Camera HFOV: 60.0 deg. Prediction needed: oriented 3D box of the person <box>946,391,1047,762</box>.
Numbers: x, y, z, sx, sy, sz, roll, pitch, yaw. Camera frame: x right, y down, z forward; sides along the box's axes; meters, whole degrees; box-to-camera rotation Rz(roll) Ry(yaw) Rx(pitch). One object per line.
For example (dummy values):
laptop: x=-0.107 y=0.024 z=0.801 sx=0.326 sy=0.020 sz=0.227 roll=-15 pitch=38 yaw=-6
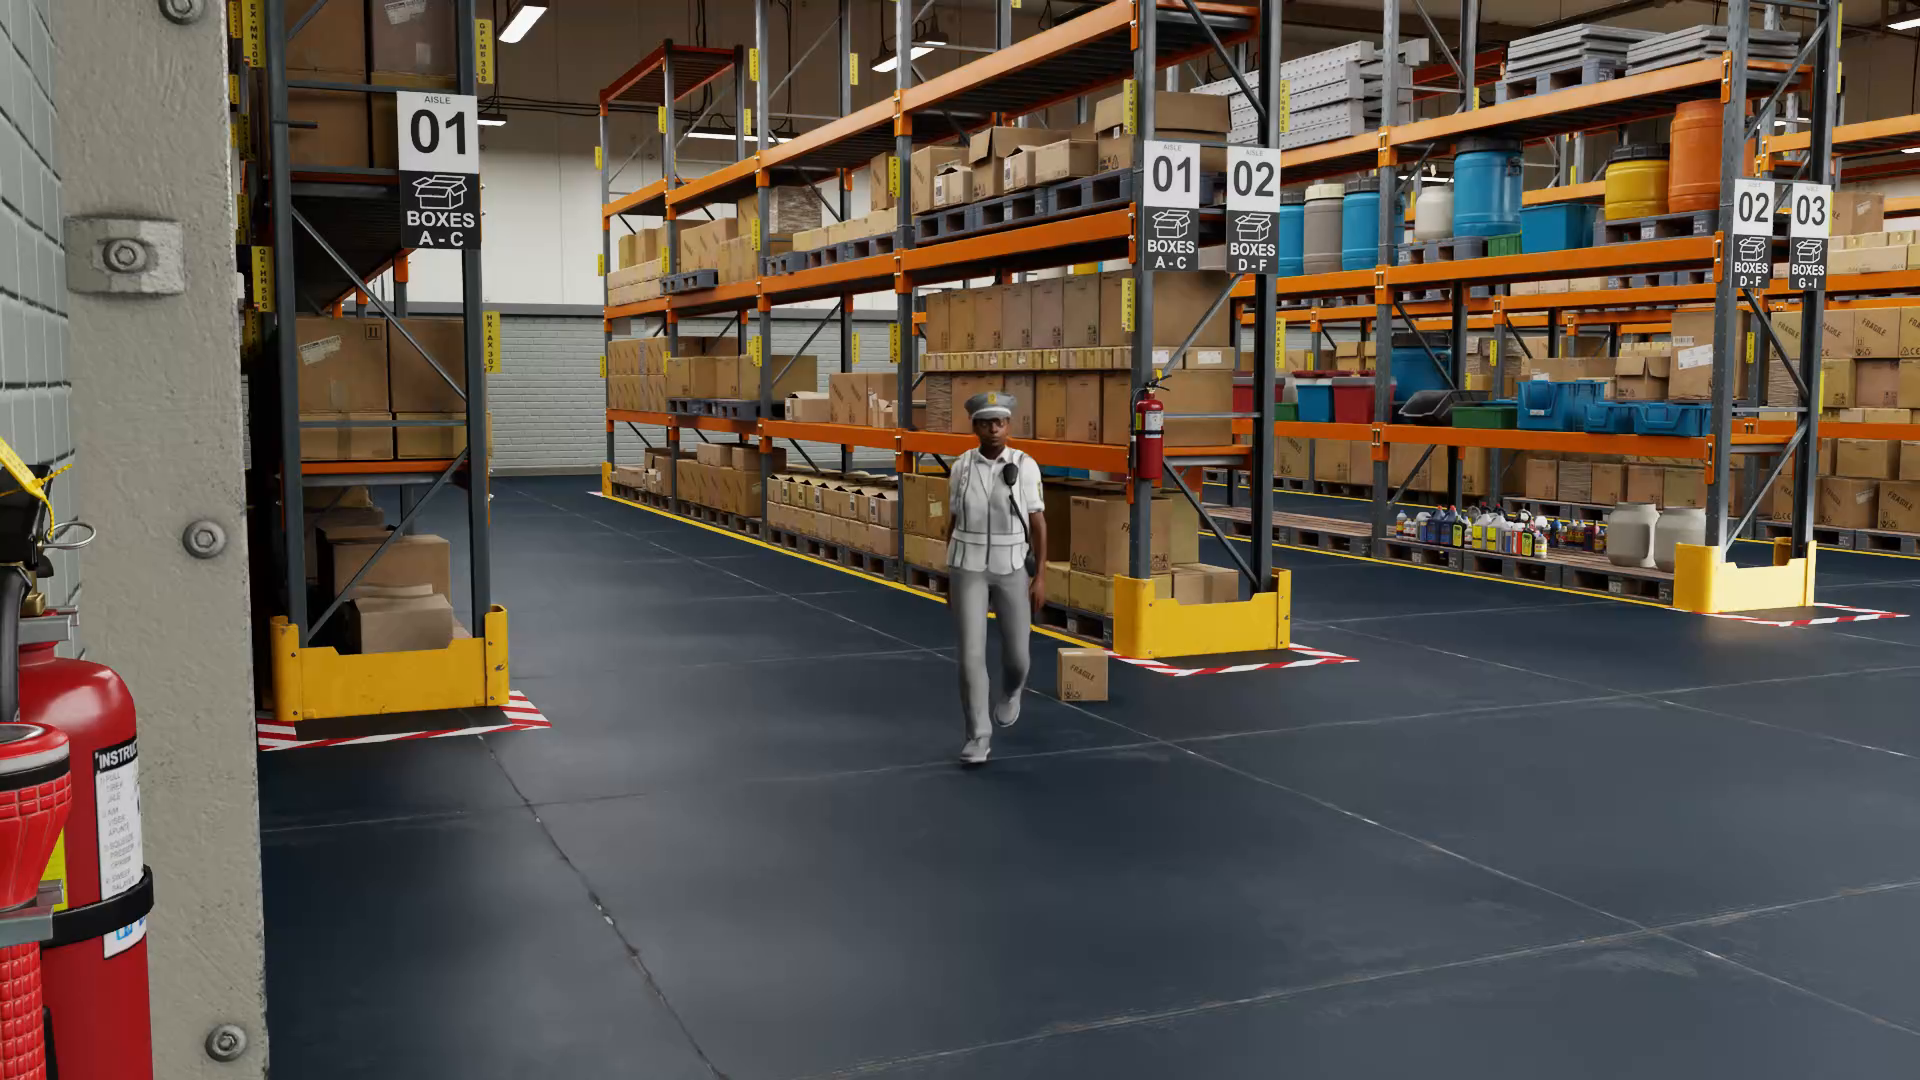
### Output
person: x=0.171 y=0.146 z=7.657 sx=0.464 sy=1.654 sz=0.744 roll=1 pitch=6 yaw=6
